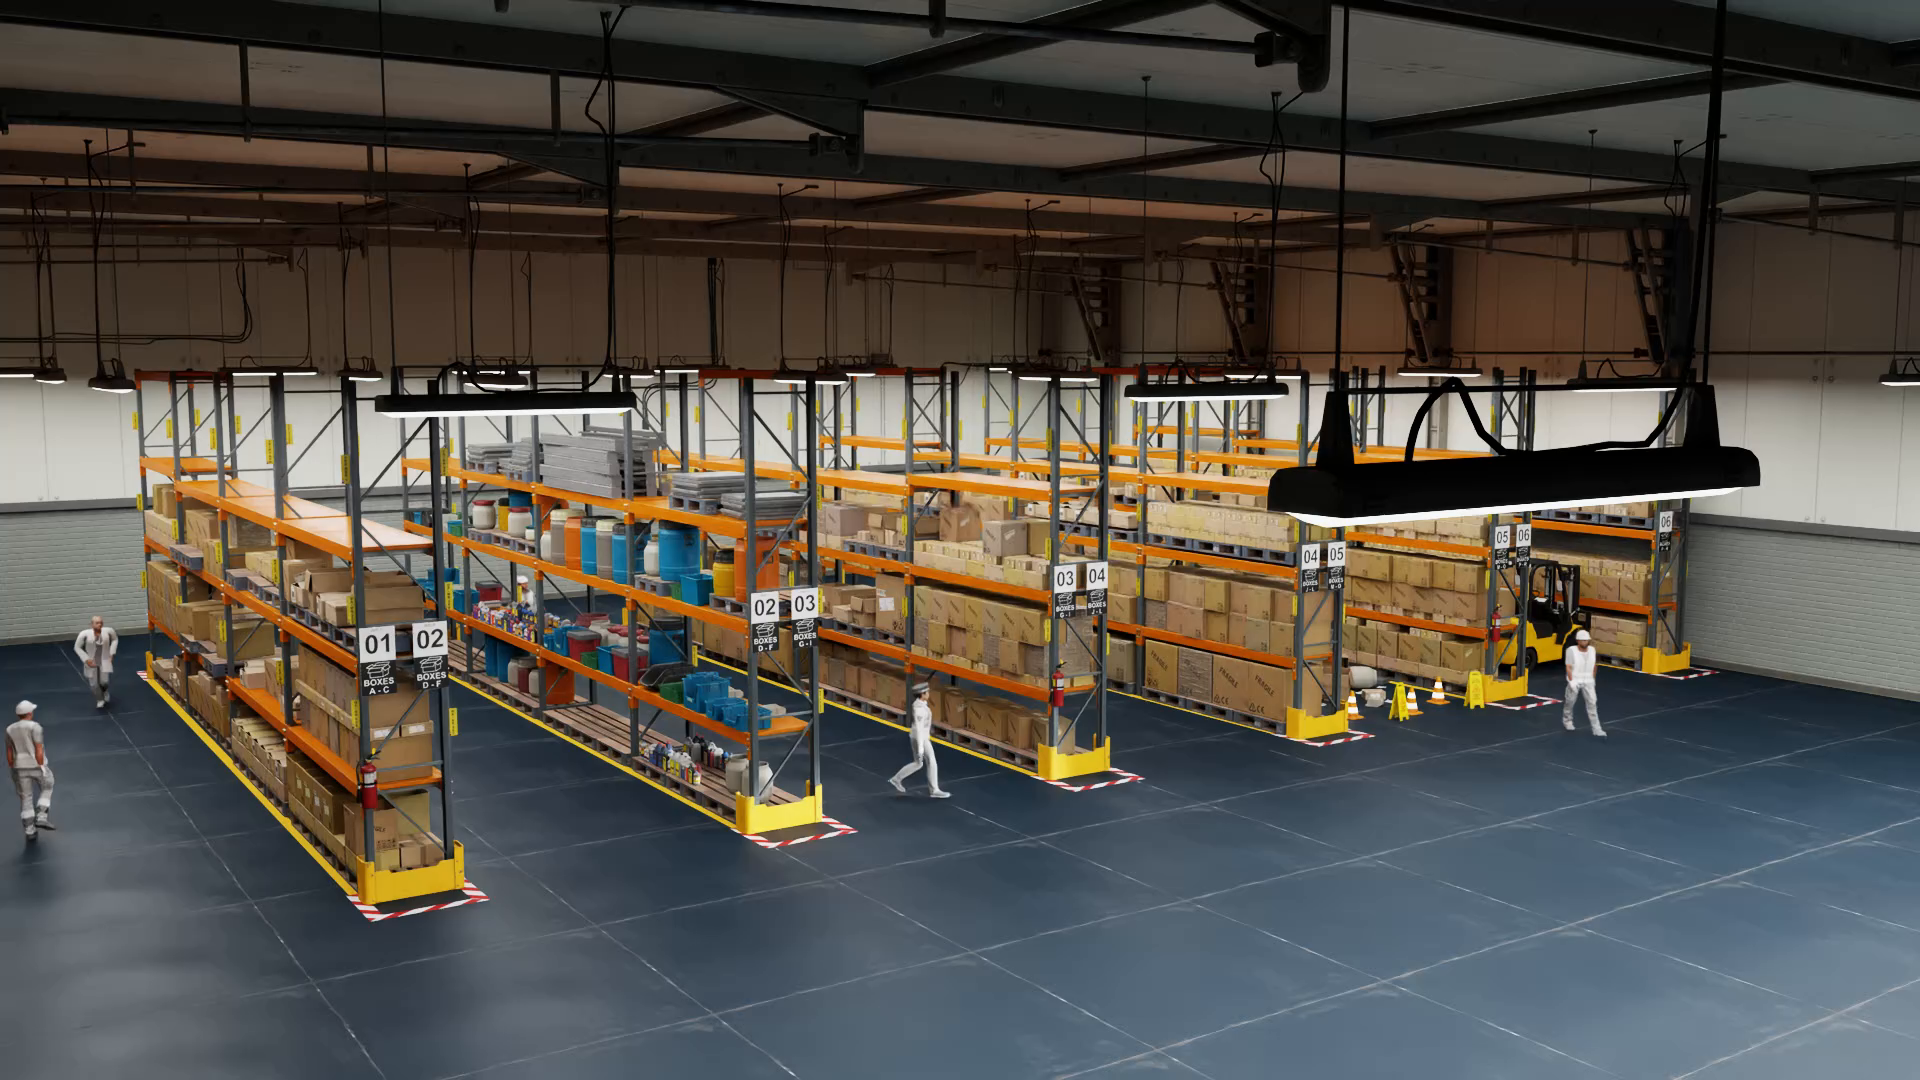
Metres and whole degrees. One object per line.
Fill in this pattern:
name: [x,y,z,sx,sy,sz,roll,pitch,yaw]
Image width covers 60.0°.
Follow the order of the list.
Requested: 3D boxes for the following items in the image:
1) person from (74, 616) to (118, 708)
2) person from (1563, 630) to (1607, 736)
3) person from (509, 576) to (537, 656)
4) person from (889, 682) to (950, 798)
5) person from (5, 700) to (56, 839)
person: [-15.365,2.165,29.619,0.690,1.683,0.665,-3,7,-23]
person: [10.276,2.348,27.424,0.577,1.728,1.035,0,6,0]
person: [-8.960,1.597,34.243,0.587,1.715,1.079,-6,9,-42]
person: [-0.582,2.833,23.668,0.859,1.645,0.529,-1,6,-7]
person: [-12.174,2.984,21.731,0.540,1.771,0.497,-2,7,-18]
